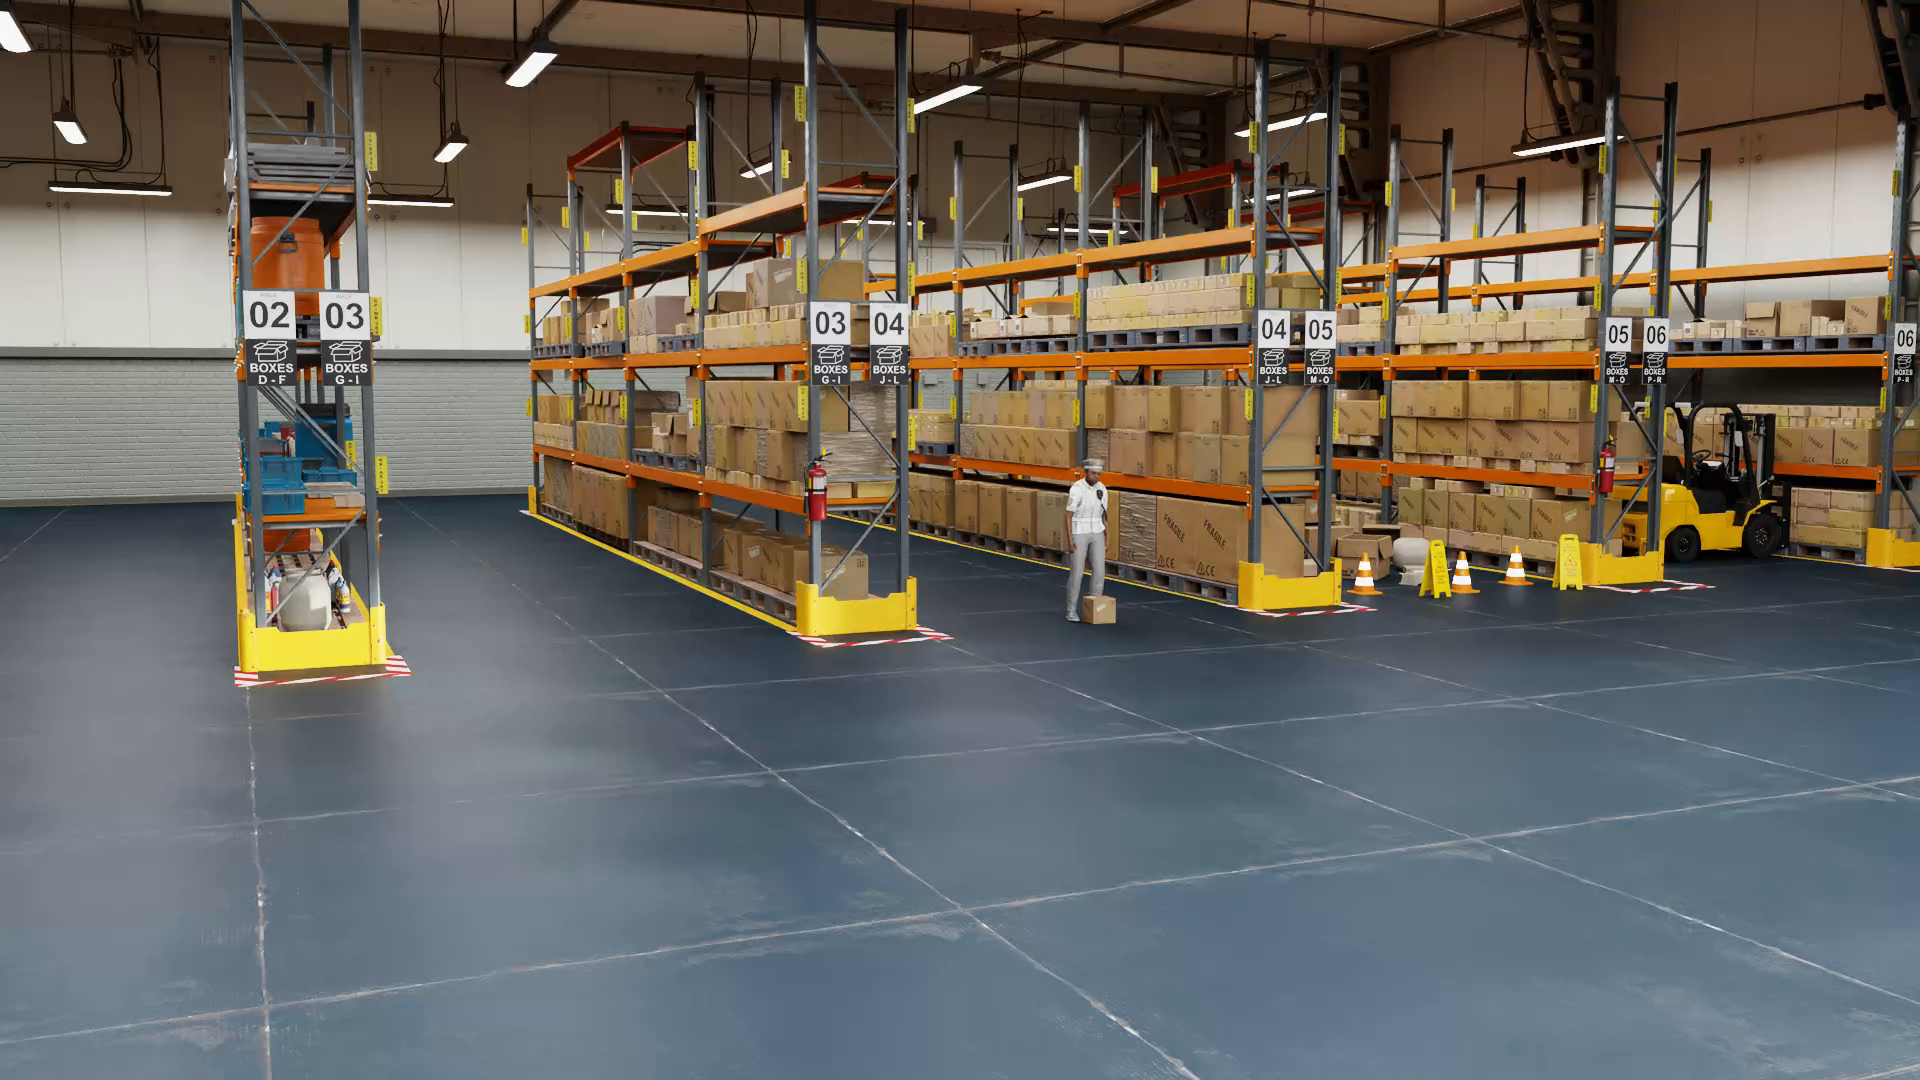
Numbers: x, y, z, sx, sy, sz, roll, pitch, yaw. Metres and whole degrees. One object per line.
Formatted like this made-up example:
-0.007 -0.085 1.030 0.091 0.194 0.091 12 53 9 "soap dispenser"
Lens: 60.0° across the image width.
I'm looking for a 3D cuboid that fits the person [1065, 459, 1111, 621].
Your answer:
1.315 -0.007 17.091 0.505 1.658 0.415 -2 6 -23 "person"
